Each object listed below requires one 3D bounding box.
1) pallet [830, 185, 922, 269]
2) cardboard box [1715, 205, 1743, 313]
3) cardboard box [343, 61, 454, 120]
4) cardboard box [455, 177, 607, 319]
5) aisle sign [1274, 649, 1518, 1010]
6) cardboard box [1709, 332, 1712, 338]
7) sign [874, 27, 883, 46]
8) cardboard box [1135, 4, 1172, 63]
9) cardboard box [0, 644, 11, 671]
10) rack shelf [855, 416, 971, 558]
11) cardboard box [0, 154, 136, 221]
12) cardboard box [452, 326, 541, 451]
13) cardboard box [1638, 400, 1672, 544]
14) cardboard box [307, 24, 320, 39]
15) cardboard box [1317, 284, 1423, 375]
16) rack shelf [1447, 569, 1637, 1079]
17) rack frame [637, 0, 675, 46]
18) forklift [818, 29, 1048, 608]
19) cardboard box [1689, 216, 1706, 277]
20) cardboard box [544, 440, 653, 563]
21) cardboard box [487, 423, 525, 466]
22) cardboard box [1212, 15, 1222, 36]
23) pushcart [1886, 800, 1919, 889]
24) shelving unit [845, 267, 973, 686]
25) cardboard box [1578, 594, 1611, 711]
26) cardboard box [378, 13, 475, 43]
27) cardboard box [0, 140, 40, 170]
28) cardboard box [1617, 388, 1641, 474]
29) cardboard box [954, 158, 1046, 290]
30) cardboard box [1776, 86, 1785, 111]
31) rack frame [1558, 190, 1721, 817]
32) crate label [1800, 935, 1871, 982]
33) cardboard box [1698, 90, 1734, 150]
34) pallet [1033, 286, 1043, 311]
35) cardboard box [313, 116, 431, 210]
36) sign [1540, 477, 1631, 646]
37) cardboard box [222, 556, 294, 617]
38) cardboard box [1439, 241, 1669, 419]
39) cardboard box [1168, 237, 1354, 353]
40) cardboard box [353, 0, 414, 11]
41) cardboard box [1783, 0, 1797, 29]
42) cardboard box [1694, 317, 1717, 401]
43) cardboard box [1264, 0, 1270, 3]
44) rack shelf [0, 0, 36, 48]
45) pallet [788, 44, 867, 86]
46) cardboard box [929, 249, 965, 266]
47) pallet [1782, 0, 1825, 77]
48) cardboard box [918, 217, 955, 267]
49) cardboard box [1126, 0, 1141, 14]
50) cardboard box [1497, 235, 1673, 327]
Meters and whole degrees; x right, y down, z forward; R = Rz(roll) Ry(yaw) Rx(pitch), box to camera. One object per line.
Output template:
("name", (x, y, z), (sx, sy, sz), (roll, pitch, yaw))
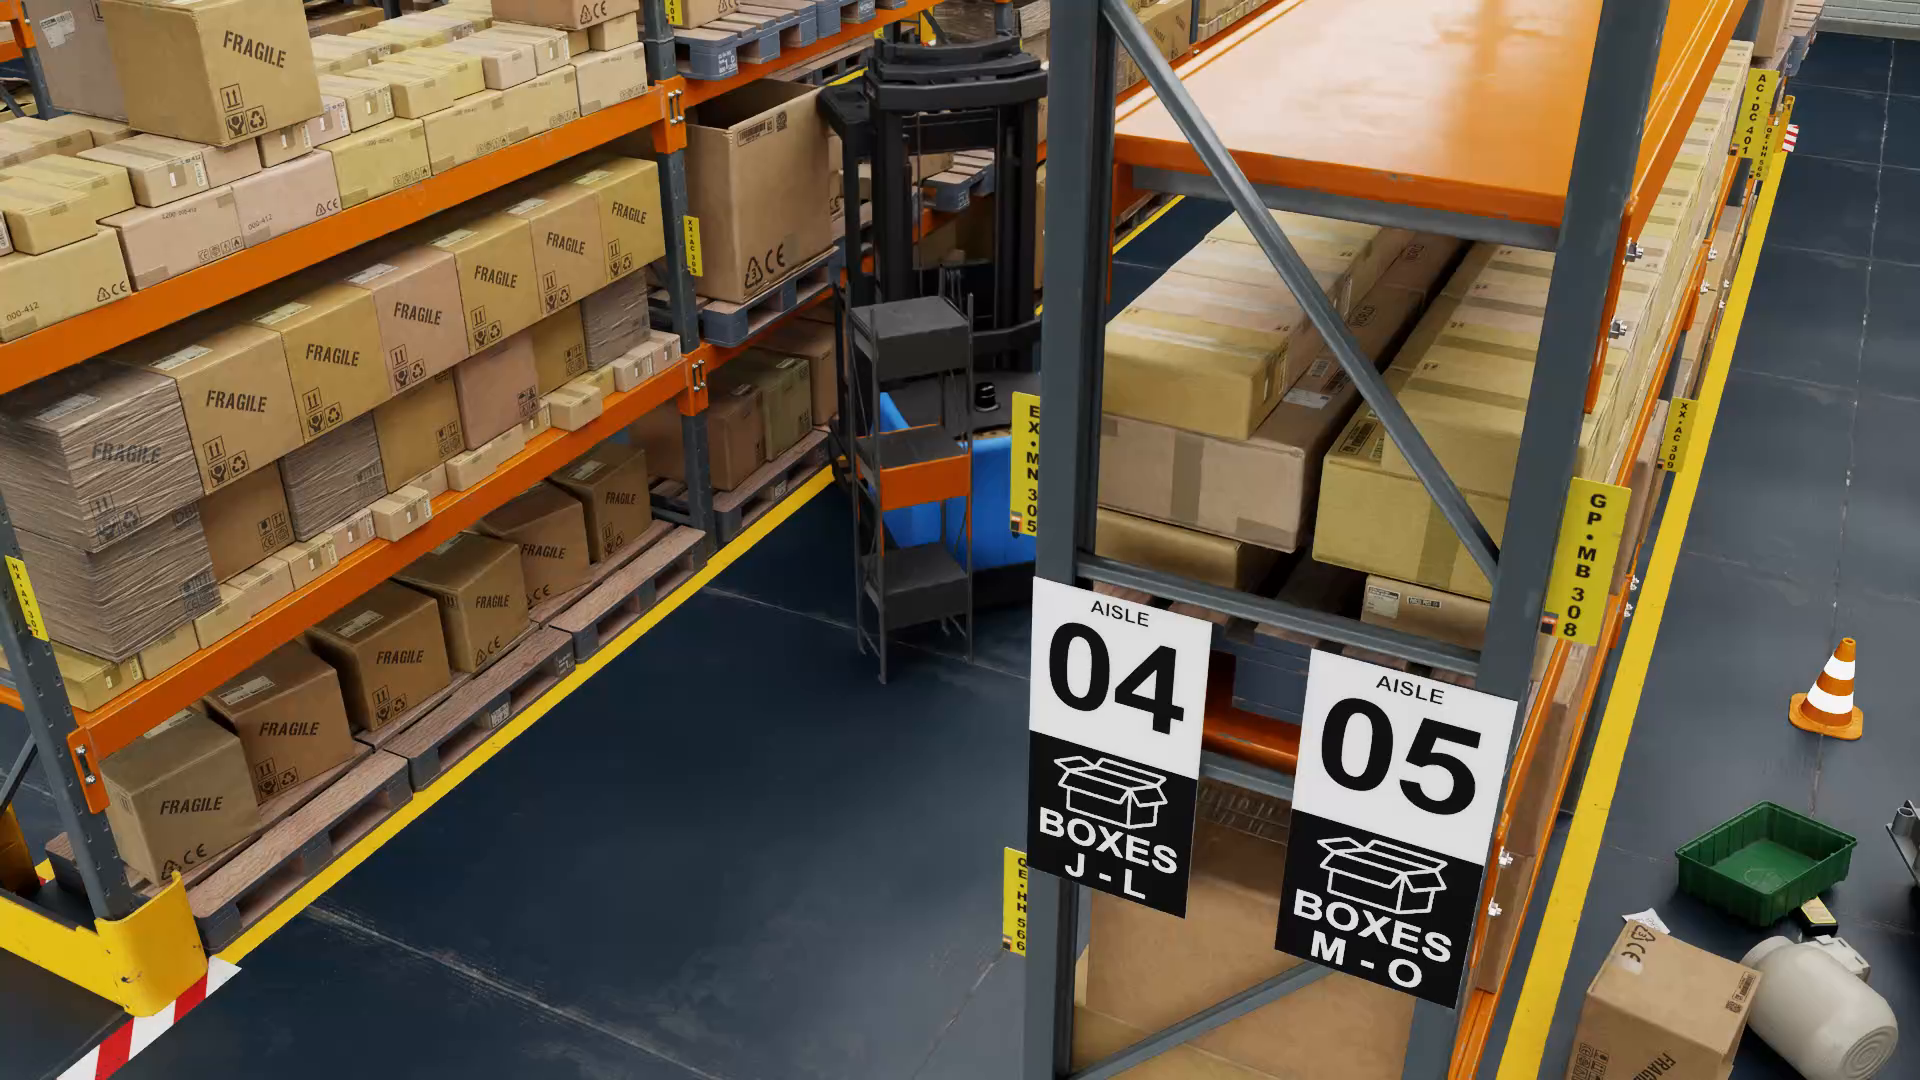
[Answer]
("pallet", (-0.961, -2.119, 10.911), (1.003, 0.211, 1.213), (14, 33, 23))
("cardboard box", (4.308, -1.702, 9.891), (0.500, 0.500, 0.500), (14, 33, 23))
("cardboard box", (-2.404, -1.929, 7.126), (0.380, 0.149, 0.250), (16, 34, 26))
("cardboard box", (-2.104, -1.438, 8.129), (0.500, 0.500, 0.500), (14, 33, 23))
("aisle sign", (0.864, 0.600, 3.373), (0.394, 0.787, 0.004), (14, 33, 23))
("cardboard box", (4.804, -1.593, 11.138), (0.500, 0.250, 0.500), (13, 32, 21))
("sign", (-0.591, -3.715, 12.336), (0.100, 0.325, 0.005), (14, 33, 23))
("cardboard box", (1.525, -4.418, 14.622), (0.500, 0.500, 0.500), (15, 33, 25))
("cardboard box", (-3.794, 0.393, 6.596), (0.380, 0.149, 0.250), (14, 33, 23))
("rack shelf", (-0.245, -0.275, 8.437), (0.480, 0.518, 0.431), (-11, 32, -19))
("cardboard box", (-3.199, -1.254, 5.949), (0.380, 0.149, 0.250), (14, 33, 22))
("cardboard box", (-2.575, -0.844, 8.100), (0.875, 0.500, 0.500), (14, 33, 23))
("cardboard box", (2.931, -0.361, 7.557), (0.500, 0.500, 0.500), (15, 33, 24))
("cardboard box", (-7.521, -5.495, 18.665), (0.500, 0.500, 0.500), (15, 33, 24))
("cardboard box", (0.833, -0.465, 4.155), (0.500, 0.250, 0.500), (14, 33, 23))
("rack shelf", (1.541, 1.053, 5.917), (1.077, 0.370, 4.000), (14, 33, 23))
("rack frame", (-1.918, -3.917, 7.826), (1.000, 3.000, 0.127), (14, 33, 23))
("forklift", (-0.187, -1.578, 9.846), (1.130, 2.935, 3.031), (-9, 31, -15))
("cardboard box", (2.223, -0.989, 5.469), (0.380, 0.149, 0.250), (14, 33, 23))
("cardboard box", (-2.135, -0.246, 9.544), (0.500, 0.500, 0.500), (13, 32, 22))
("cardboard box", (-2.367, -0.502, 8.155), (0.380, 0.149, 0.250), (14, 33, 23))
("cardboard box", (2.277, -4.925, 15.858), (0.380, 0.149, 0.250), (13, 32, 22))
("pushcart", (4.852, 1.575, 6.920), (1.648, 0.377, 0.936), (4, 30, 6))
("shelving unit", (-0.245, -0.286, 8.430), (0.503, 2.100, 0.431), (-11, 32, -19))
("cardboard box", (2.064, 0.204, 6.522), (0.875, 0.550, 0.550), (14, 33, 23))
("cardboard box", (-2.544, -2.401, 7.947), (0.380, 0.149, 0.250), (15, 33, 24))
("cardboard box", (-3.641, -1.380, 6.169), (0.380, 0.149, 0.250), (13, 32, 21))
("cardboard box", (1.531, -0.317, 4.298), (0.380, 0.149, 0.250), (14, 33, 23))
("cardboard box", (0.238, -2.651, 13.356), (1.225, 0.875, 0.875), (13, 32, 21))
("cardboard box", (6.517, -3.635, 13.610), (0.380, 0.149, 0.250), (16, 33, 25))
("rack frame", (2.452, -0.146, 7.282), (1.000, 3.000, 0.127), (14, 33, 23))
("crate label", (3.574, 1.756, 6.846), (0.298, 0.136, 0.250), (-7, 31, -11))
("cardboard box", (2.225, -1.340, 5.280), (0.380, 0.149, 0.250), (15, 33, 24))
("pallet", (0.331, -2.212, 13.681), (1.003, 0.211, 1.213), (14, 33, 23))
("cardboard box", (-2.599, -1.614, 6.977), (0.500, 0.250, 0.500), (15, 33, 25))
("sign", (1.121, 0.042, 2.986), (0.100, 0.325, 0.005), (14, 33, 23))
("cardboard box", (-3.044, 0.165, 6.994), (0.380, 0.149, 0.250), (14, 33, 23))
("cardboard box", (1.537, -0.568, 4.334), (0.500, 0.250, 0.500), (14, 33, 23))
("cardboard box", (0.713, -0.586, 3.966), (0.380, 0.149, 0.250), (15, 33, 24))
("cardboard box", (-7.083, -6.535, 20.476), (0.500, 0.500, 0.500), (14, 33, 23))
("cardboard box", (4.065, -2.875, 8.590), (0.500, 0.311, 0.500), (14, 33, 23))
("cardboard box", (4.823, -1.273, 11.333), (0.500, 0.500, 0.500), (13, 32, 21))
("cardboard box", (2.983, -5.616, 17.061), (0.380, 0.149, 0.250), (15, 33, 24))
("rack shelf", (-7.238, -2.541, 9.164), (1.077, 0.370, 4.000), (14, 33, 23))
("pallet", (-1.827, -5.654, 19.675), (1.003, 0.211, 1.213), (14, 33, 23))
("cardboard box", (-0.383, -1.894, 12.395), (0.700, 0.500, 0.500), (13, 32, 21))
("pallet", (4.028, -2.840, 9.152), (1.213, 0.211, 1.003), (16, 33, 26))
("cardboard box", (-0.374, -2.217, 12.204), (0.500, 0.250, 0.500), (16, 33, 25))
("cardboard box", (1.120, -4.754, 14.199), (0.797, 0.503, 0.637), (15, 33, 24))
("cardboard box", (1.529, -0.662, 4.098), (0.380, 0.149, 0.250), (14, 33, 22))
